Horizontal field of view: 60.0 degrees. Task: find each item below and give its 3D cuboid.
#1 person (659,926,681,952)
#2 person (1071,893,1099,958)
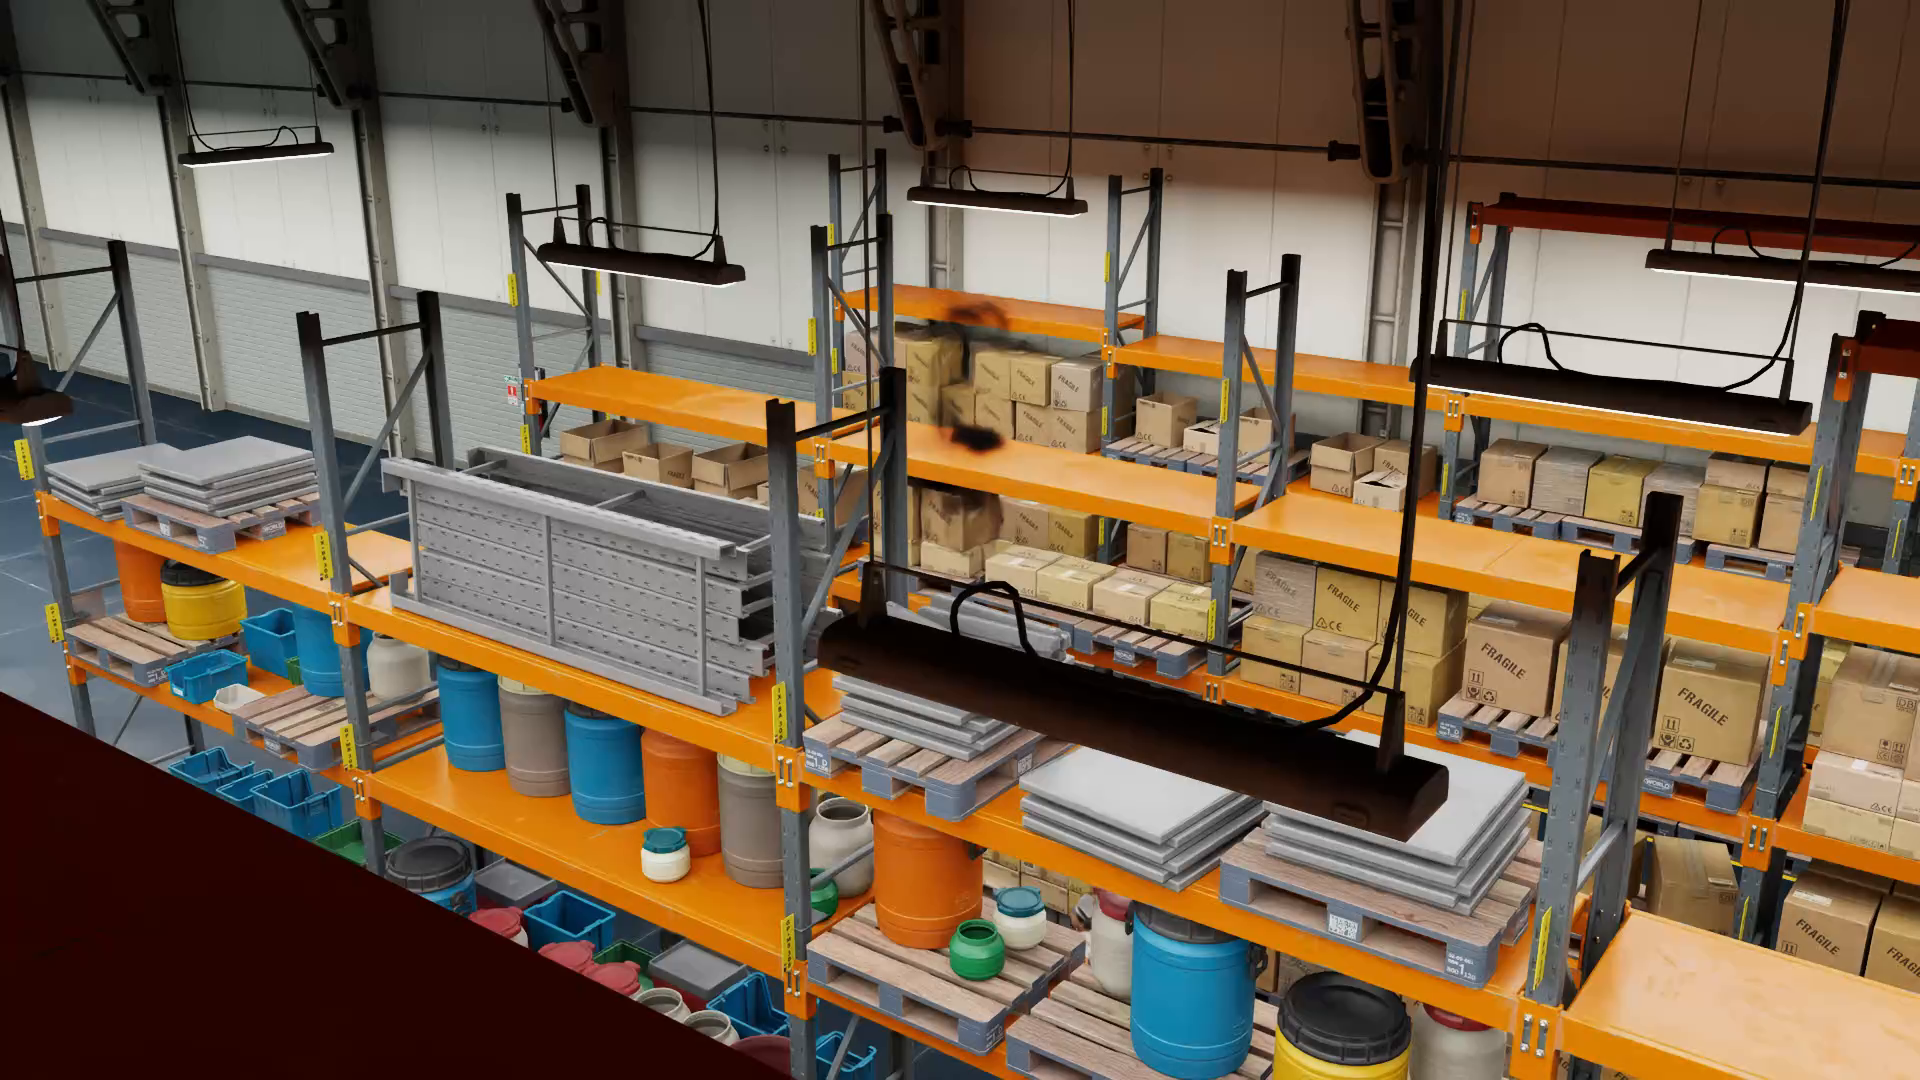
[{"bbox_3d":[-2.160,2.961,13.519,0.881,1.756,0.654,12,22,32],"label":"person"},{"bbox_3d":[0.920,3.389,12.368,0.723,1.654,0.625,9,21,25],"label":"person"}]
